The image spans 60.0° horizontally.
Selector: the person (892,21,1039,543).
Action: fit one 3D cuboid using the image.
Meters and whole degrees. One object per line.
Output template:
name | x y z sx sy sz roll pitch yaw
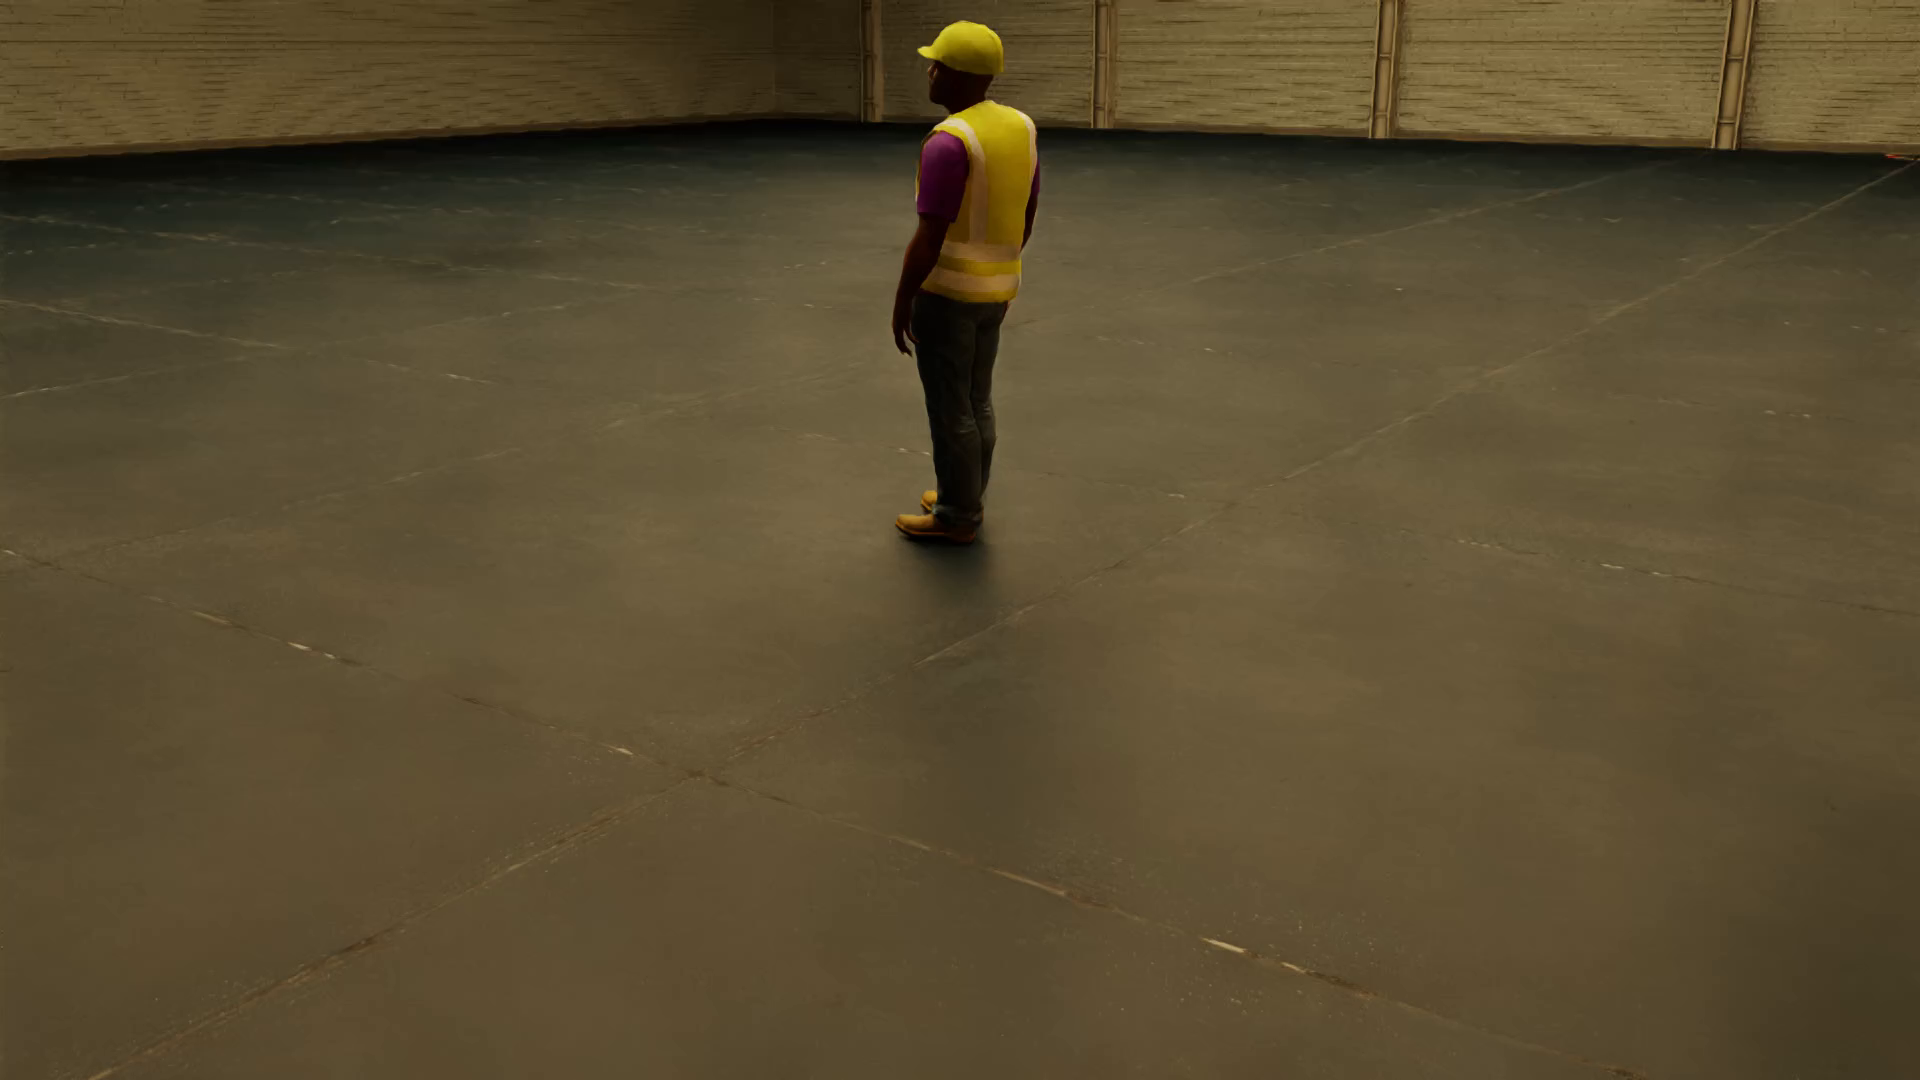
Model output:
person | -0.054 -0.866 5.735 0.576 1.766 0.665 11 20 33
